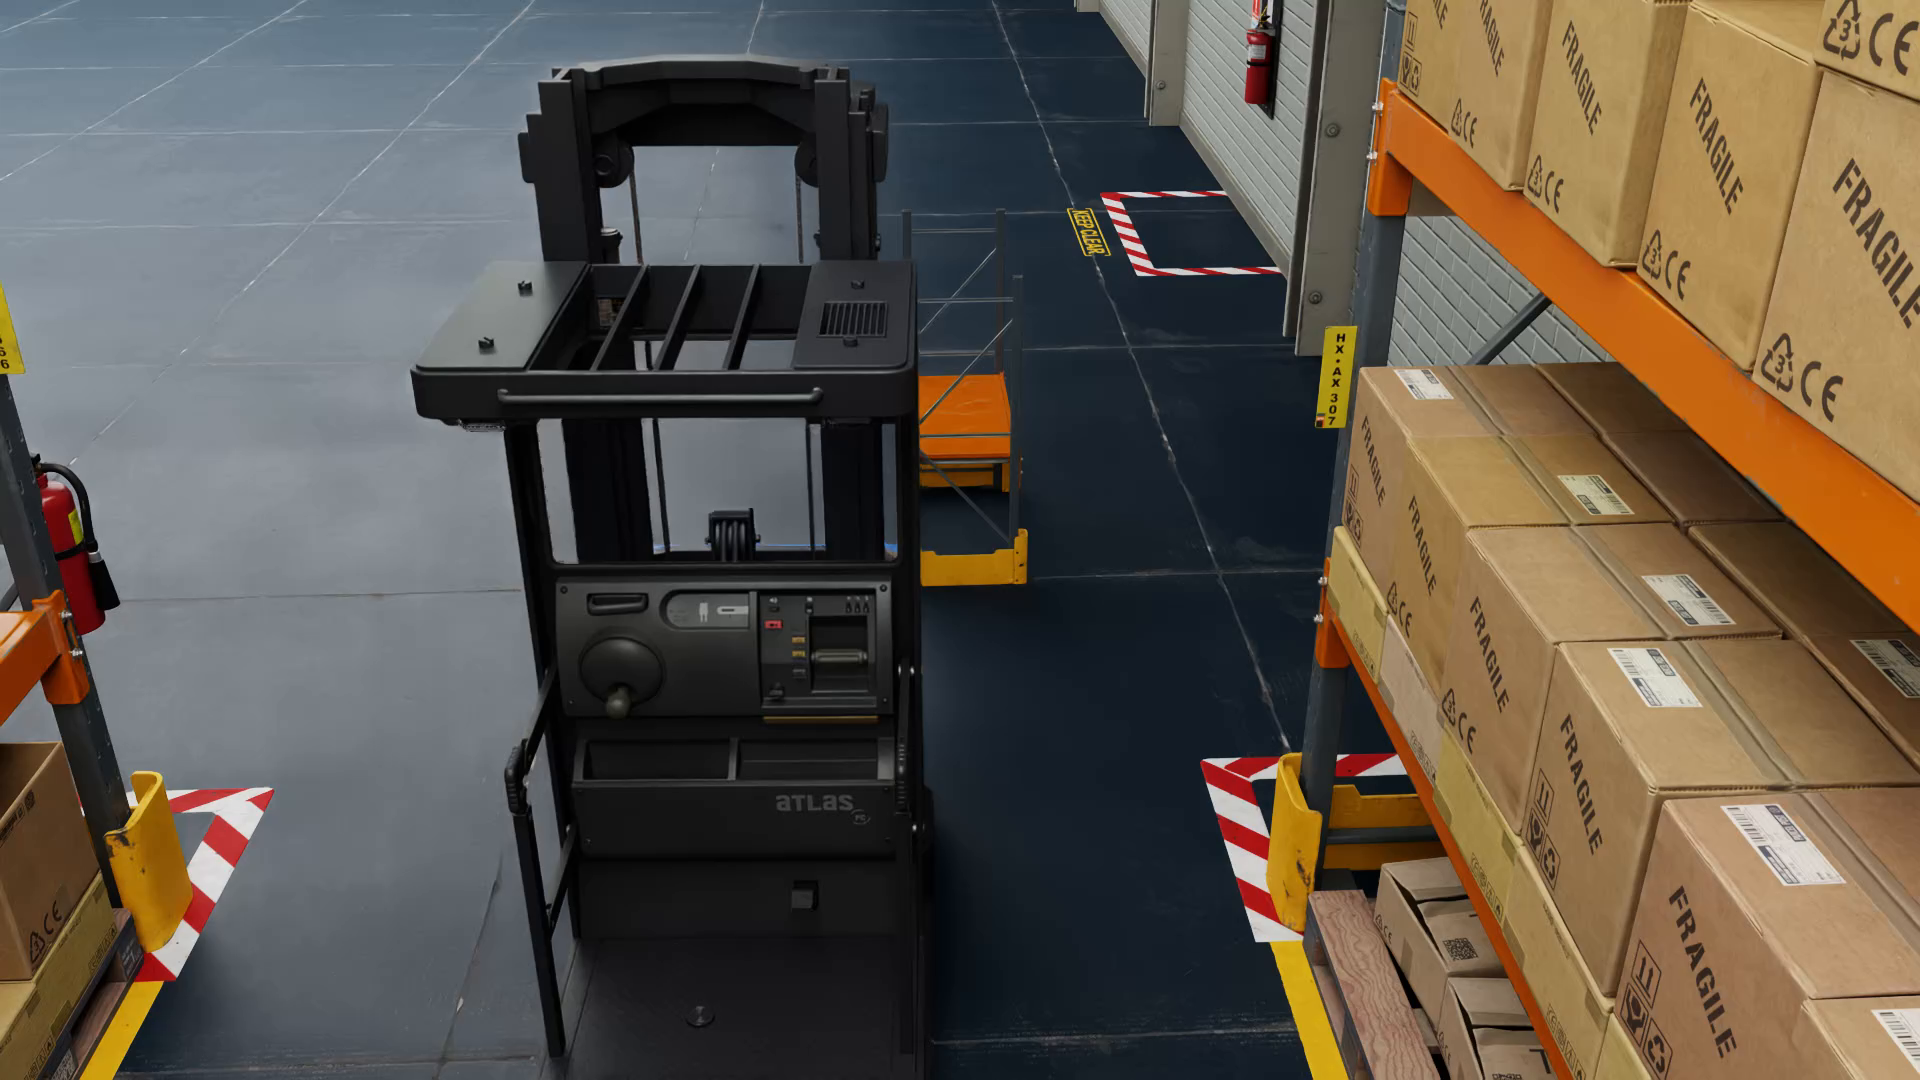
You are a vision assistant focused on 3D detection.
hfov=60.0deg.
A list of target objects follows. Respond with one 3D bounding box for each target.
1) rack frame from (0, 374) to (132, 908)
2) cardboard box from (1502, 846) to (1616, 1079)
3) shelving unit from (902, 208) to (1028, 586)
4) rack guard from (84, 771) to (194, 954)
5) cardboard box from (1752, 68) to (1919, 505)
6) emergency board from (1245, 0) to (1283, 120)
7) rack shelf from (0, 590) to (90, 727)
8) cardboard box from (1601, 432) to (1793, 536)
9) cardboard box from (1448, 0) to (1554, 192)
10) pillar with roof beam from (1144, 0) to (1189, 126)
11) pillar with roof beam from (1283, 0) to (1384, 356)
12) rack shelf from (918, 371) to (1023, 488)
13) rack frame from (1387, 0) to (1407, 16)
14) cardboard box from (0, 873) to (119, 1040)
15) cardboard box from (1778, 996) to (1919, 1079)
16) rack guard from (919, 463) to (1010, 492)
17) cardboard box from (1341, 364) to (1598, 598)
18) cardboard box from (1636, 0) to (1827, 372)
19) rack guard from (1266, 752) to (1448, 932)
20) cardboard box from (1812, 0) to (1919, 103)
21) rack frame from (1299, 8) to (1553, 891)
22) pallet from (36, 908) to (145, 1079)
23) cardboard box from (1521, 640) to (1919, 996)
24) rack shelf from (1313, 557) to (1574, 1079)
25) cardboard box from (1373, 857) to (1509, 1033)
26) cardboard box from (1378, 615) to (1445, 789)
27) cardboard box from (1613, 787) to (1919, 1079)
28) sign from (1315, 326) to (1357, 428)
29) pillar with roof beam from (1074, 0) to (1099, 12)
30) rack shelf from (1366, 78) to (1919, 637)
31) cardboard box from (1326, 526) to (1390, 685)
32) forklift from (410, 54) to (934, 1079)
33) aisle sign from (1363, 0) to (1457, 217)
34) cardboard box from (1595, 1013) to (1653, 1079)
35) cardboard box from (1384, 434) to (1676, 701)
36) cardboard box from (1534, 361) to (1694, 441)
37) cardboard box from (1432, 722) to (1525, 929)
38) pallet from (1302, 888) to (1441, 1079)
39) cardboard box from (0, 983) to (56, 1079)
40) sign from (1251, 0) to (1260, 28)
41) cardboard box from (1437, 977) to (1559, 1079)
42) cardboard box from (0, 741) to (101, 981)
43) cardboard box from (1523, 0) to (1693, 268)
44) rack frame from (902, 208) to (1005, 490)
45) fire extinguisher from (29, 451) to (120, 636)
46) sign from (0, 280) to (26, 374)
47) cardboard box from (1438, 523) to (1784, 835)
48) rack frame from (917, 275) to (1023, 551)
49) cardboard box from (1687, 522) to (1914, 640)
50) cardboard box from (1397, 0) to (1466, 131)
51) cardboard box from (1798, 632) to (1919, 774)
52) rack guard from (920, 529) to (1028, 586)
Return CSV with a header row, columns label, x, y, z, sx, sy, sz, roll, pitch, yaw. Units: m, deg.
label,x,y,z,sx,sy,sz,roll,pitch,yaw
rack frame,-3.270,0.004,4.999,1.000,3.000,0.127,-1,28,-3
cardboard box,1.471,0.881,3.457,0.500,0.250,0.500,-1,28,-2
shelving unit,-0.004,-0.700,7.971,0.587,1.500,1.083,-1,28,-3
rack guard,-3.271,1.101,5.598,1.175,0.500,0.348,-1,28,-3
cardboard box,1.532,-0.370,2.341,0.500,0.500,0.500,-2,28,-5
emergency board,2.173,-3.728,12.154,0.194,1.169,0.643,-1,28,-3
rack shelf,-3.166,1.246,3.395,1.077,0.370,4.000,-1,28,-3
cardboard box,1.930,0.053,4.235,0.500,0.500,0.500,-1,28,-2
cardboard box,1.437,-1.091,3.725,0.500,0.500,0.500,0,28,1
pillar with roof beam,-2.349,-7.913,13.691,9.100,9.000,0.400,-1,28,-3
pillar with roof beam,-2.035,-5.142,8.378,9.100,9.000,0.400,-1,28,-3
rack shelf,-0.004,-0.545,8.062,0.538,0.185,1.000,-1,28,-3
rack frame,1.677,-2.777,3.844,1.000,3.000,0.127,-1,28,-3
cardboard box,-2.947,1.277,5.077,0.500,0.250,0.500,-1,28,-3
cardboard box,1.520,1.014,2.392,0.500,0.500,0.500,-2,28,-3
rack guard,-0.030,-0.376,8.701,0.587,0.250,0.087,-1,28,-3
cardboard box,1.401,-0.165,4.652,0.500,0.500,0.500,-1,28,-3
cardboard box,1.517,-0.605,2.792,0.500,0.500,0.500,0,28,1
rack guard,1.681,1.026,5.742,1.175,0.500,0.348,-1,28,-3
cardboard box,1.512,-0.815,2.115,0.500,0.500,0.500,-2,28,-4
rack frame,1.677,-0.118,5.232,1.000,3.000,0.127,-1,28,-3
pallet,-3.188,1.592,4.969,1.003,0.211,1.213,-1,28,-3
cardboard box,1.477,0.541,3.299,0.500,0.500,0.500,-1,28,-1
rack shelf,1.781,1.125,3.627,1.077,0.370,4.000,-1,28,-3
cardboard box,1.623,1.201,5.135,0.500,0.311,0.500,-4,28,-8
cardboard box,1.426,0.413,4.356,0.500,0.250,0.500,-2,28,-4
cardboard box,1.505,0.781,2.839,0.500,0.500,0.500,-2,28,-4
sign,1.135,-0.488,5.006,0.100,0.325,0.005,-1,28,-3
pillar with roof beam,-2.662,-10.684,19.003,9.100,9.000,0.400,-1,28,-3
rack shelf,1.781,-0.205,2.933,1.077,0.370,4.000,-1,28,-3
cardboard box,1.385,0.173,4.815,0.500,0.250,0.500,-2,28,-4
forklift,-0.648,0.338,4.432,1.130,2.935,3.031,0,28,-1
aisle sign,1.373,-1.296,4.680,0.394,0.787,0.004,-1,28,-3
cardboard box,1.499,1.114,3.011,0.500,0.250,0.500,-2,28,-3
cardboard box,1.417,0.064,4.214,0.500,0.500,0.500,-1,28,-2
cardboard box,1.914,-0.180,4.681,0.500,0.500,0.500,-2,28,-3
cardboard box,1.447,0.648,3.904,0.500,0.250,0.500,-2,28,-3
pallet,1.688,1.530,5.088,1.003,0.211,1.213,-1,28,-3
cardboard box,-2.909,1.508,4.634,0.500,0.250,0.500,-1,28,-3
sign,2.247,-4.002,12.641,0.001,0.329,0.234,-1,28,-3
cardboard box,1.653,1.465,4.630,0.500,0.311,0.500,1,28,2
cardboard box,-2.945,0.945,4.903,0.500,0.500,0.500,-1,28,-3
cardboard box,1.468,-0.852,3.266,0.500,0.500,0.500,0,28,0
rack frame,-0.031,-0.939,8.429,0.500,1.500,0.032,-1,28,-3
fire extinguisher,-2.812,-0.028,5.143,0.296,0.674,0.183,-1,28,-3
sign,-2.727,-0.621,4.689,0.100,0.325,0.005,-1,28,-3
cardboard box,1.438,0.303,3.756,0.500,0.500,0.500,-2,28,-4
rack frame,0.022,-0.470,7.529,0.500,1.500,0.032,-1,28,-3
cardboard box,1.961,0.292,3.777,0.500,0.500,0.500,-2,28,-4
cardboard box,1.444,-1.340,4.203,0.500,0.500,0.500,-1,28,-1
cardboard box,1.988,0.524,3.331,0.500,0.500,0.500,-1,28,-2
rack guard,0.022,0.084,7.819,0.587,0.250,0.087,-1,28,-3
